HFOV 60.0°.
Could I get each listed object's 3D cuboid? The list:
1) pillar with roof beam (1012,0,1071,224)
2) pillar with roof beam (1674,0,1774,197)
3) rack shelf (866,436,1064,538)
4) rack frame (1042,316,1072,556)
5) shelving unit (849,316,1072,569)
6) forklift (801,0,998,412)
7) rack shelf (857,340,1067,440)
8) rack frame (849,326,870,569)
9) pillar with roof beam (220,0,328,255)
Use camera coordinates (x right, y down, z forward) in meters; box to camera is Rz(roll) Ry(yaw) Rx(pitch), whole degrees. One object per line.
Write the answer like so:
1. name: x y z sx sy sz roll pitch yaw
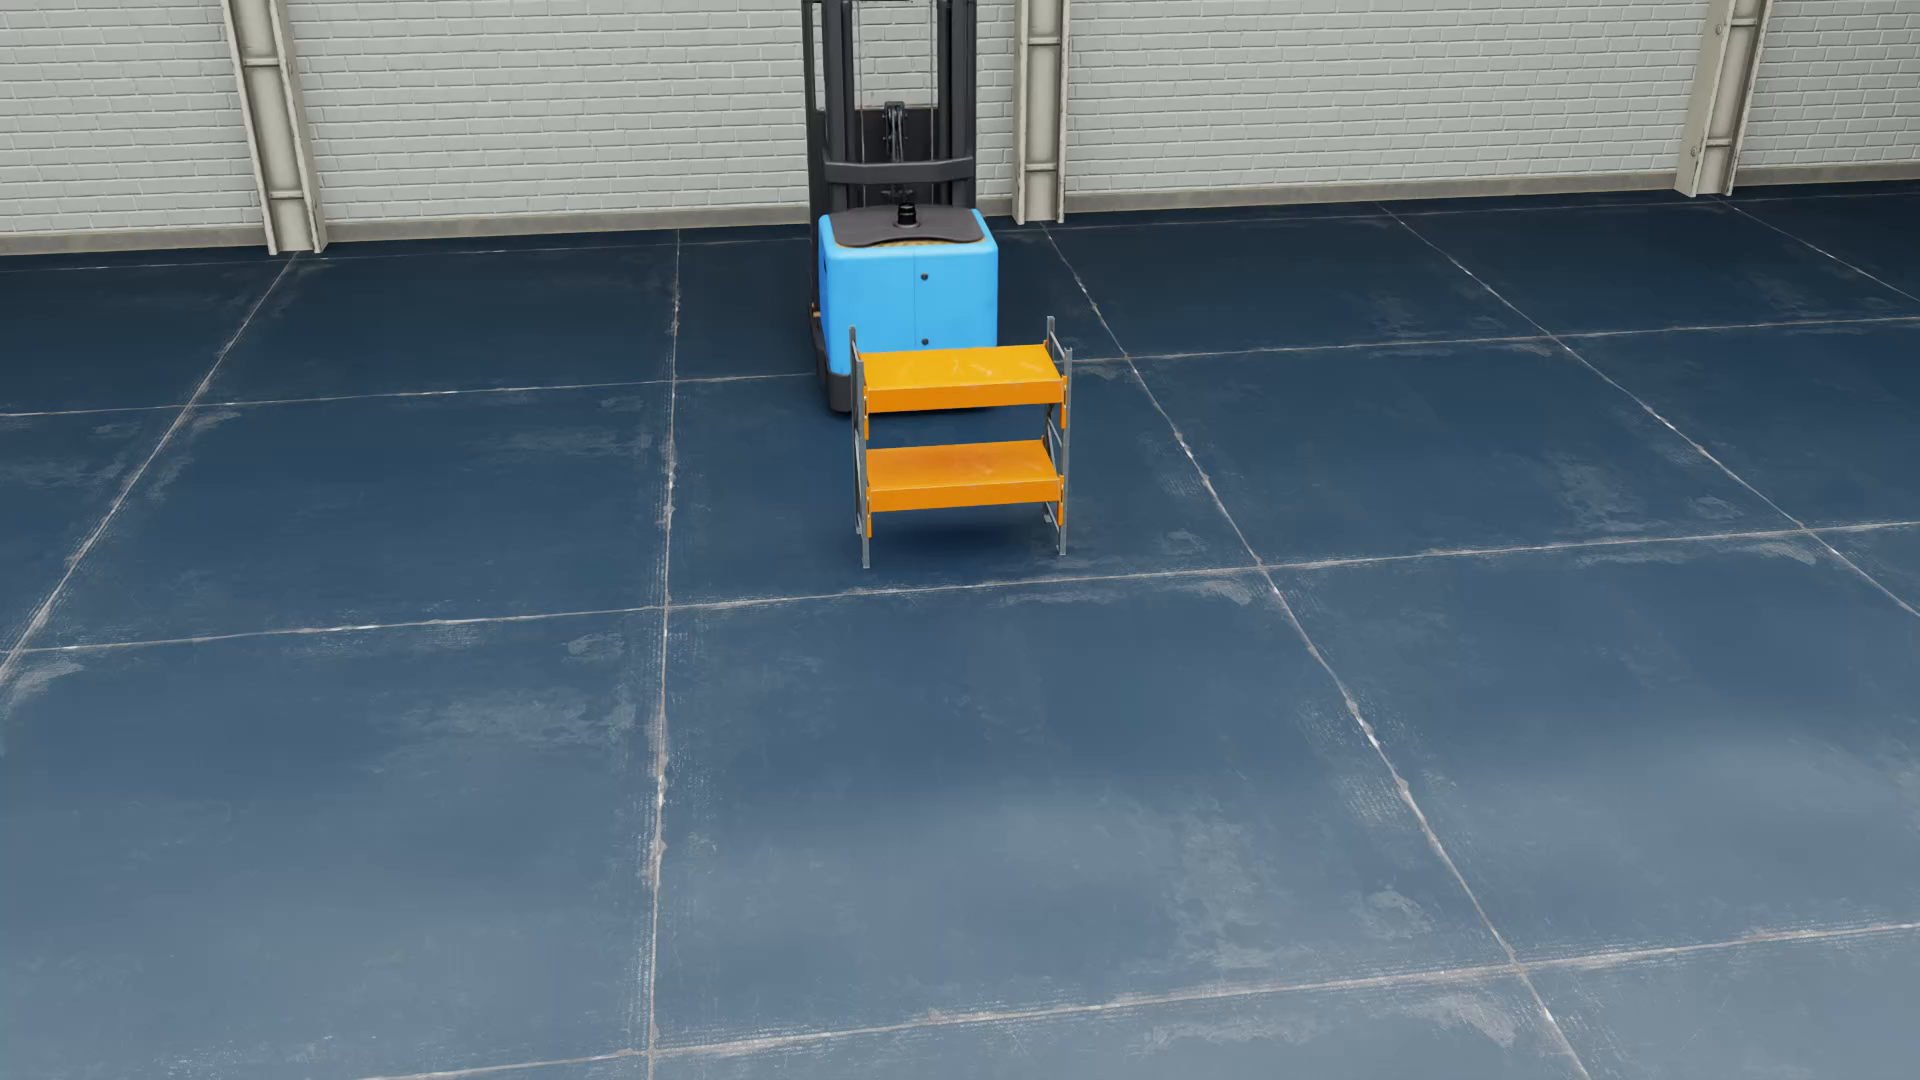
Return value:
1. pillar with roof beam: 1.256 -4.776 8.200 0.400 9.000 9.100 -4 27 -7
2. pillar with roof beam: 7.198 -5.157 8.944 0.400 9.000 9.100 -4 27 -7
3. rack shelf: -0.007 -0.282 8.604 1.000 0.278 0.538 -4 27 -7
4. rack frame: 0.497 -0.532 8.555 0.032 1.125 0.500 -4 27 -7
5. shelving unit: -0.007 -0.500 8.492 1.048 1.125 0.538 -4 27 -7
6. forklift: -0.472 -2.728 10.857 1.130 2.935 3.031 -4 27 -7
7. rack shelf: -0.007 -0.760 8.359 1.000 0.278 0.538 -4 27 -7
8. rack frame: -0.510 -0.468 8.429 0.032 1.125 0.500 -4 27 -7
9. pillar with roof beam: -4.685 -4.394 7.456 0.400 9.000 9.100 -4 27 -7
